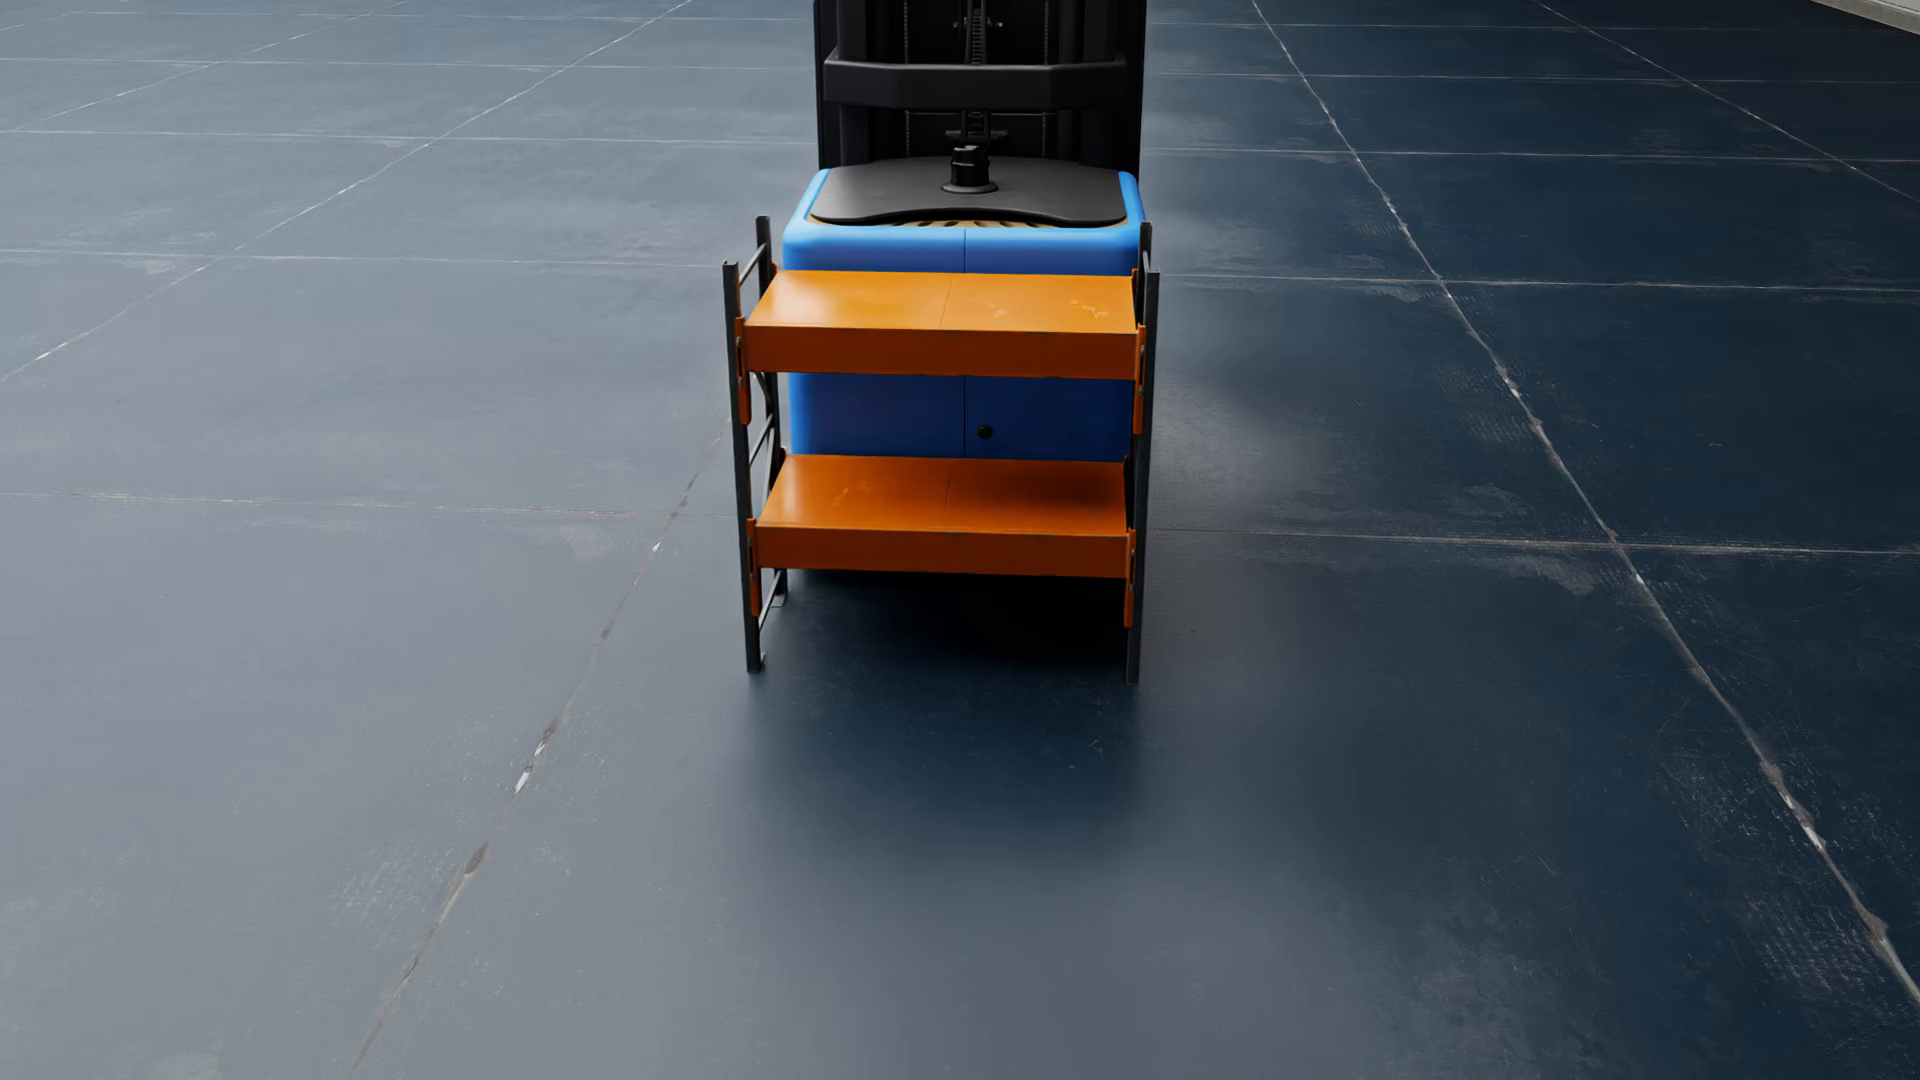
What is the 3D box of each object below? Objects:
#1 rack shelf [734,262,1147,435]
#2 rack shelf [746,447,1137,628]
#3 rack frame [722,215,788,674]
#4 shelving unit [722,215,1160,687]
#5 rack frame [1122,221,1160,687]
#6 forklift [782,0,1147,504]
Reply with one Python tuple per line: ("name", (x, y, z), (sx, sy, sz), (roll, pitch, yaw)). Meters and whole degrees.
("rack shelf", (-0.033, -0.506, 4.305), (1.000, 0.278, 0.538), (2, 25, 3))
("rack shelf", (-0.033, -0.018, 4.529), (1.000, 0.278, 0.538), (2, 25, 3))
("rack frame", (-0.541, -0.255, 4.458), (0.032, 1.125, 0.500), (2, 25, 3))
("shelving unit", (-0.033, -0.241, 4.427), (1.048, 1.125, 0.538), (2, 25, 3))
("rack frame", (0.474, -0.226, 4.396), (0.032, 1.125, 0.500), (2, 25, 3))
("forklift", (0.074, -1.814, 5.685), (1.130, 2.935, 3.031), (1, 25, 2))
